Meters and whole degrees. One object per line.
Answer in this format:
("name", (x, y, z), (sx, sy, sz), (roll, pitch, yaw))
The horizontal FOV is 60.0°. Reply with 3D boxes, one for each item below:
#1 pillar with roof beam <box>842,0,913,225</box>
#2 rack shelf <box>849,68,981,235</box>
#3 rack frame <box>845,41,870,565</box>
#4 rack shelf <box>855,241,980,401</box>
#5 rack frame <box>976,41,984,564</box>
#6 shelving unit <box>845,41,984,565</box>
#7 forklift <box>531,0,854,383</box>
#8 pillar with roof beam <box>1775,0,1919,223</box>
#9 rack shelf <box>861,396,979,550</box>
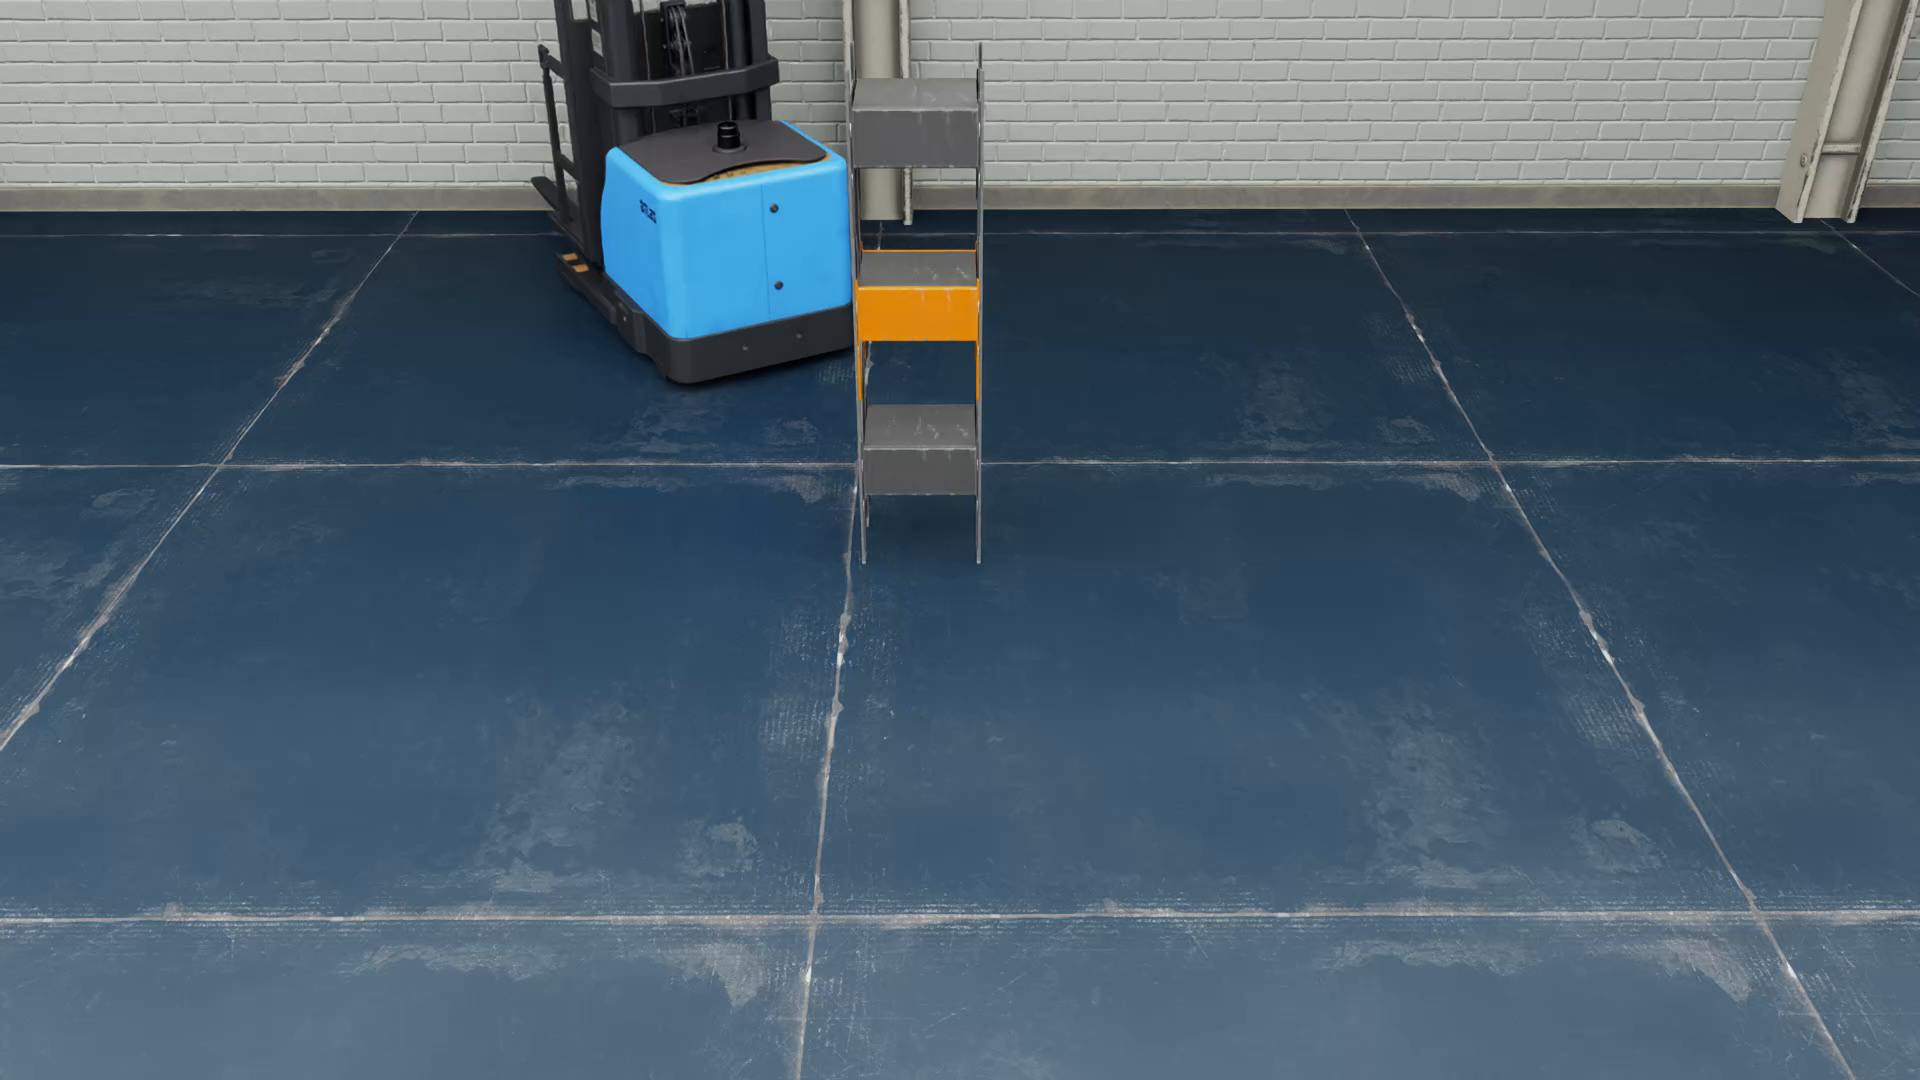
("pillar with roof beam", (-0.475, -3.694, 4.663), (0.400, 9.000, 9.100), (0, 31, 0))
("rack shelf", (-0.166, -1.484, 6.348), (0.480, 0.518, 0.431), (0, 31, 0))
("rack frame", (-0.410, -0.896, 6.703), (0.015, 2.100, 0.400), (0, 31, 0))
("rack shelf", (-0.166, -0.886, 6.712), (0.480, 0.518, 0.431), (0, 31, 0))
("rack frame", (0.078, -0.898, 6.706), (0.015, 2.100, 0.400), (0, 31, 0))
("shelving unit", (-0.166, -0.897, 6.705), (0.503, 2.100, 0.431), (0, 31, 0))
("forklift", (-1.708, -2.781, 9.008), (1.130, 2.935, 3.031), (-16, 35, -25))
("pillar with roof beam", (5.525, -3.712, 4.693), (0.400, 9.000, 9.100), (0, 31, 0))
("rack shelf", (-0.166, -0.287, 7.075), (0.480, 0.518, 0.431), (0, 31, 0))
